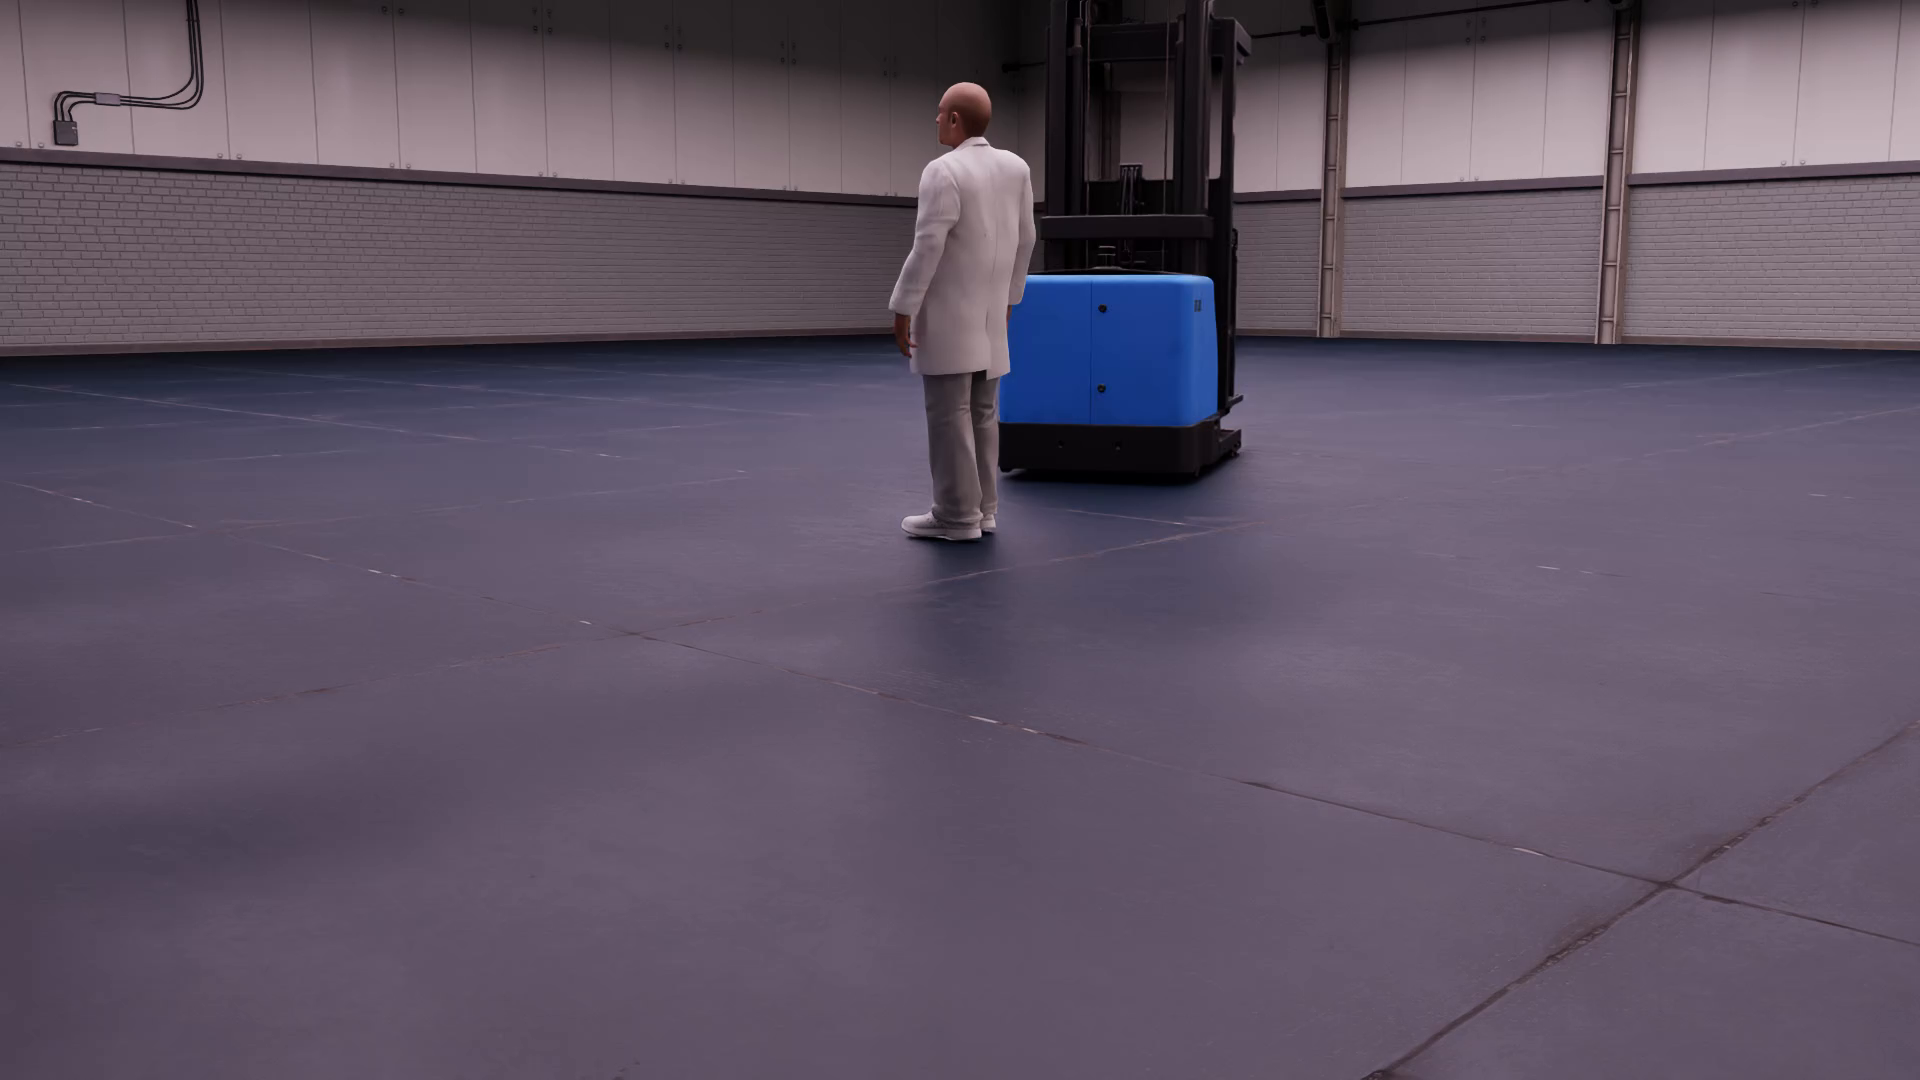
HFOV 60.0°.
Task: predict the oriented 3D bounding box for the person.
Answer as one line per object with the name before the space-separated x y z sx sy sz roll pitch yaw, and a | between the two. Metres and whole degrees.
person | -0.063 -0.896 6.649 0.578 1.778 0.698 8 12 43

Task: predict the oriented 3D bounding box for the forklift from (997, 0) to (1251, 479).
forklift | 1.097 -1.951 9.832 1.130 2.935 3.031 3 9 16
